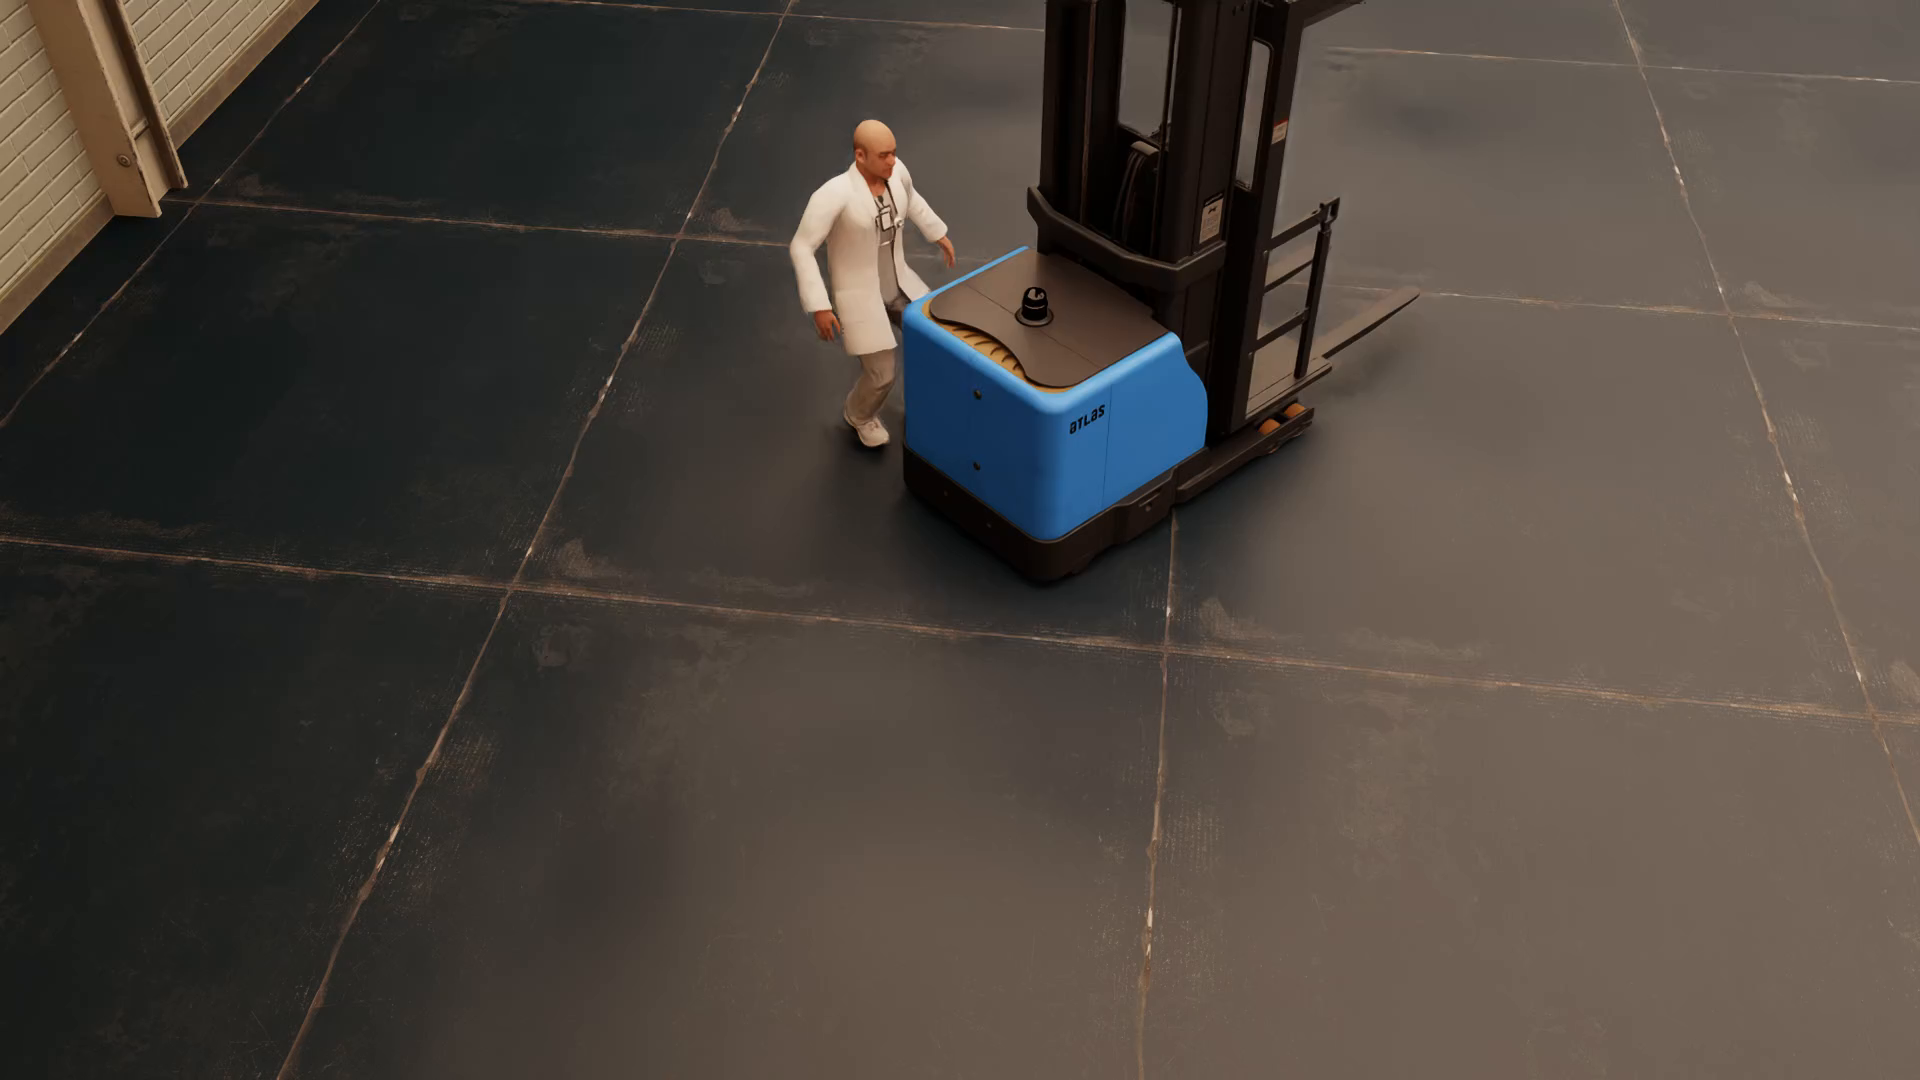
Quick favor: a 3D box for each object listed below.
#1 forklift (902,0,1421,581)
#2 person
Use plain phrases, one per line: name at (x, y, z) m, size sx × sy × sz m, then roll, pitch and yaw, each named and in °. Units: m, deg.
forklift at (1.158, -1.756, 7.636) m, size 3.031 × 2.935 × 1.130 m, roll -31°, pitch 51°, yaw -29°
person at (-0.330, -1.153, 7.896) m, size 0.609 × 1.732 × 0.970 m, roll 32°, pitch 51°, yaw 30°
